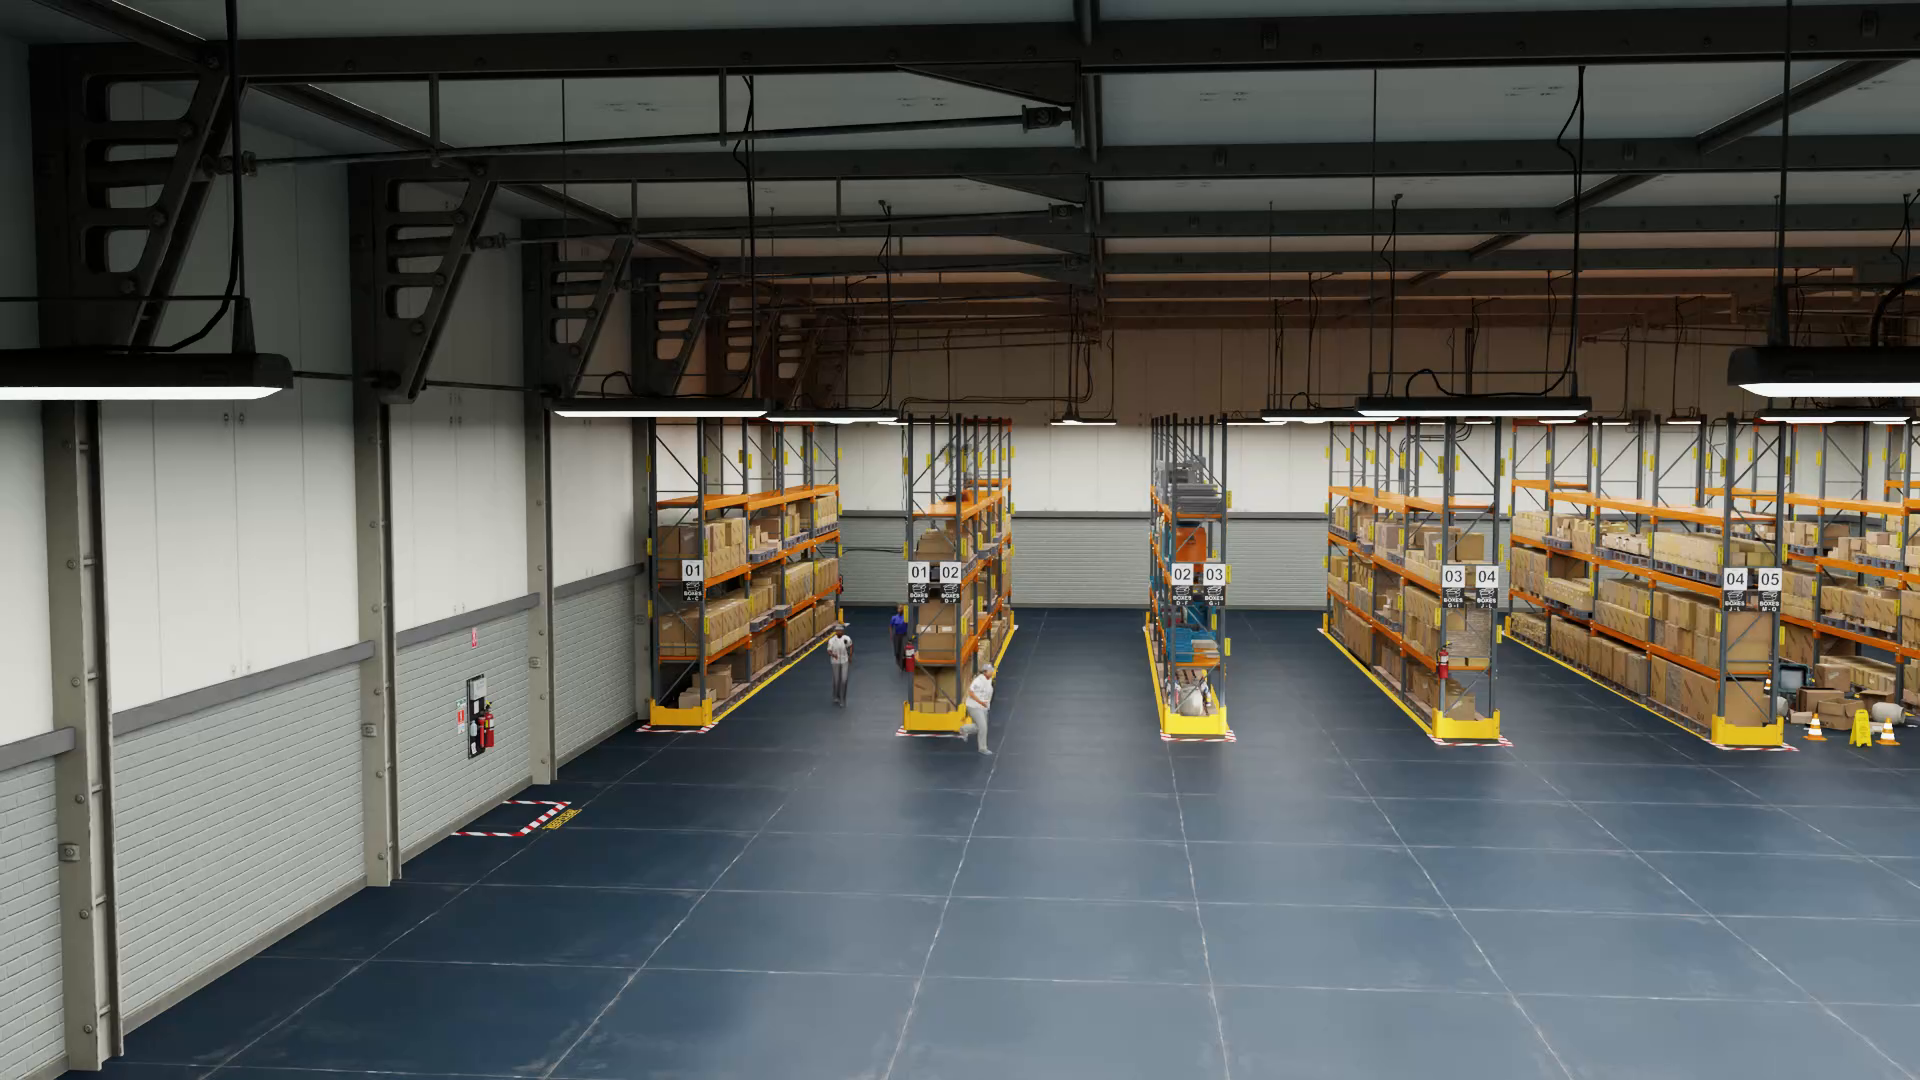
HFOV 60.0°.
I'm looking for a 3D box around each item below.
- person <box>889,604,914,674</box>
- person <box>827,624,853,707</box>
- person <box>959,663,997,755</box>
[{"bbox_3d":[-1.374,2.306,38.969,0.585,1.621,0.604,0,4,0],"label":"person"},{"bbox_3d":[-2.479,2.583,34.403,0.524,1.736,0.767,0,4,-1],"label":"person"},{"bbox_3d":[0.293,2.963,29.310,0.788,1.617,0.592,3,5,37],"label":"person"}]
